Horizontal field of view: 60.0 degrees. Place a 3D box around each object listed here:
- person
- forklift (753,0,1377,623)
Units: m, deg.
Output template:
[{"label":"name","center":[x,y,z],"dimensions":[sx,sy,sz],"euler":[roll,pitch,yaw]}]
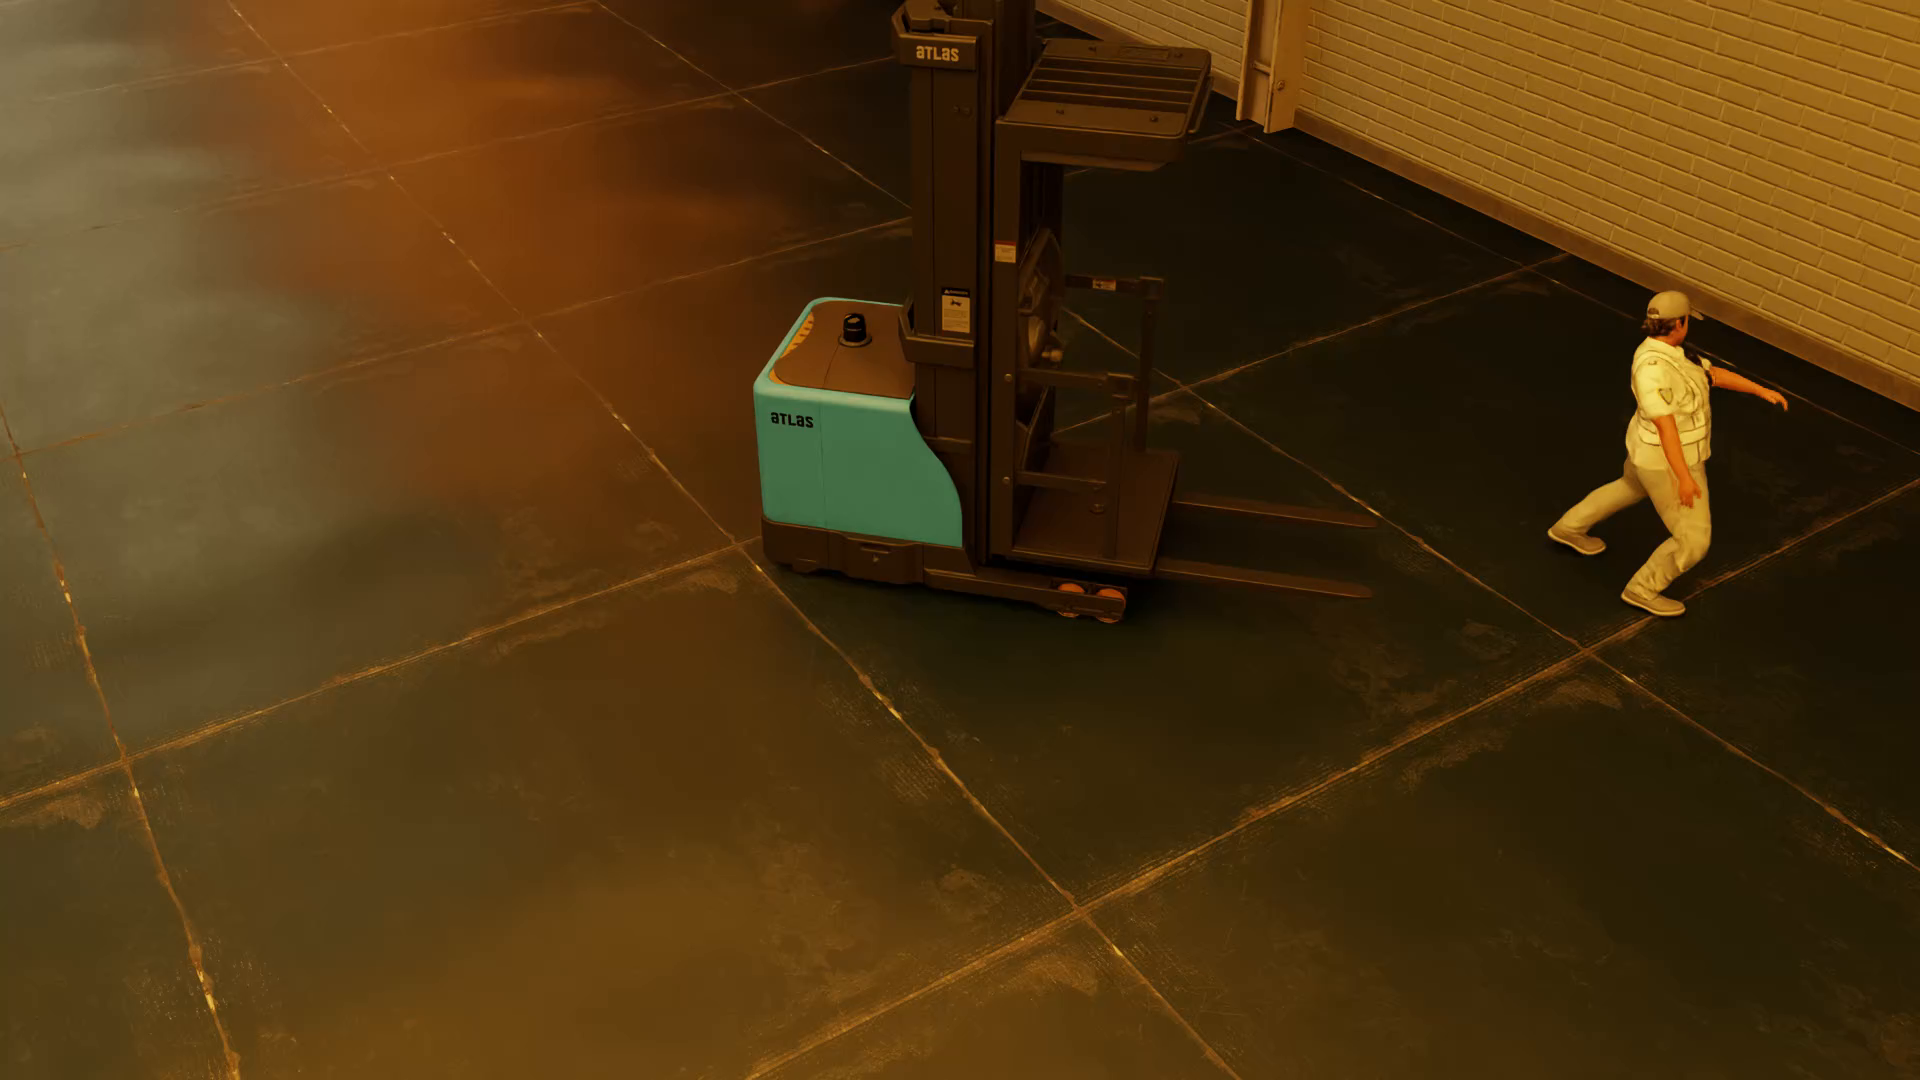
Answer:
[{"label":"person","center":[3.402,-0.384,7.908],"dimensions":[0.837,1.519,0.789],"euler":[6,36,9]},{"label":"forklift","center":[0.570,-1.132,7.759],"dimensions":[3.031,2.935,1.130],"euler":[8,36,11]}]
